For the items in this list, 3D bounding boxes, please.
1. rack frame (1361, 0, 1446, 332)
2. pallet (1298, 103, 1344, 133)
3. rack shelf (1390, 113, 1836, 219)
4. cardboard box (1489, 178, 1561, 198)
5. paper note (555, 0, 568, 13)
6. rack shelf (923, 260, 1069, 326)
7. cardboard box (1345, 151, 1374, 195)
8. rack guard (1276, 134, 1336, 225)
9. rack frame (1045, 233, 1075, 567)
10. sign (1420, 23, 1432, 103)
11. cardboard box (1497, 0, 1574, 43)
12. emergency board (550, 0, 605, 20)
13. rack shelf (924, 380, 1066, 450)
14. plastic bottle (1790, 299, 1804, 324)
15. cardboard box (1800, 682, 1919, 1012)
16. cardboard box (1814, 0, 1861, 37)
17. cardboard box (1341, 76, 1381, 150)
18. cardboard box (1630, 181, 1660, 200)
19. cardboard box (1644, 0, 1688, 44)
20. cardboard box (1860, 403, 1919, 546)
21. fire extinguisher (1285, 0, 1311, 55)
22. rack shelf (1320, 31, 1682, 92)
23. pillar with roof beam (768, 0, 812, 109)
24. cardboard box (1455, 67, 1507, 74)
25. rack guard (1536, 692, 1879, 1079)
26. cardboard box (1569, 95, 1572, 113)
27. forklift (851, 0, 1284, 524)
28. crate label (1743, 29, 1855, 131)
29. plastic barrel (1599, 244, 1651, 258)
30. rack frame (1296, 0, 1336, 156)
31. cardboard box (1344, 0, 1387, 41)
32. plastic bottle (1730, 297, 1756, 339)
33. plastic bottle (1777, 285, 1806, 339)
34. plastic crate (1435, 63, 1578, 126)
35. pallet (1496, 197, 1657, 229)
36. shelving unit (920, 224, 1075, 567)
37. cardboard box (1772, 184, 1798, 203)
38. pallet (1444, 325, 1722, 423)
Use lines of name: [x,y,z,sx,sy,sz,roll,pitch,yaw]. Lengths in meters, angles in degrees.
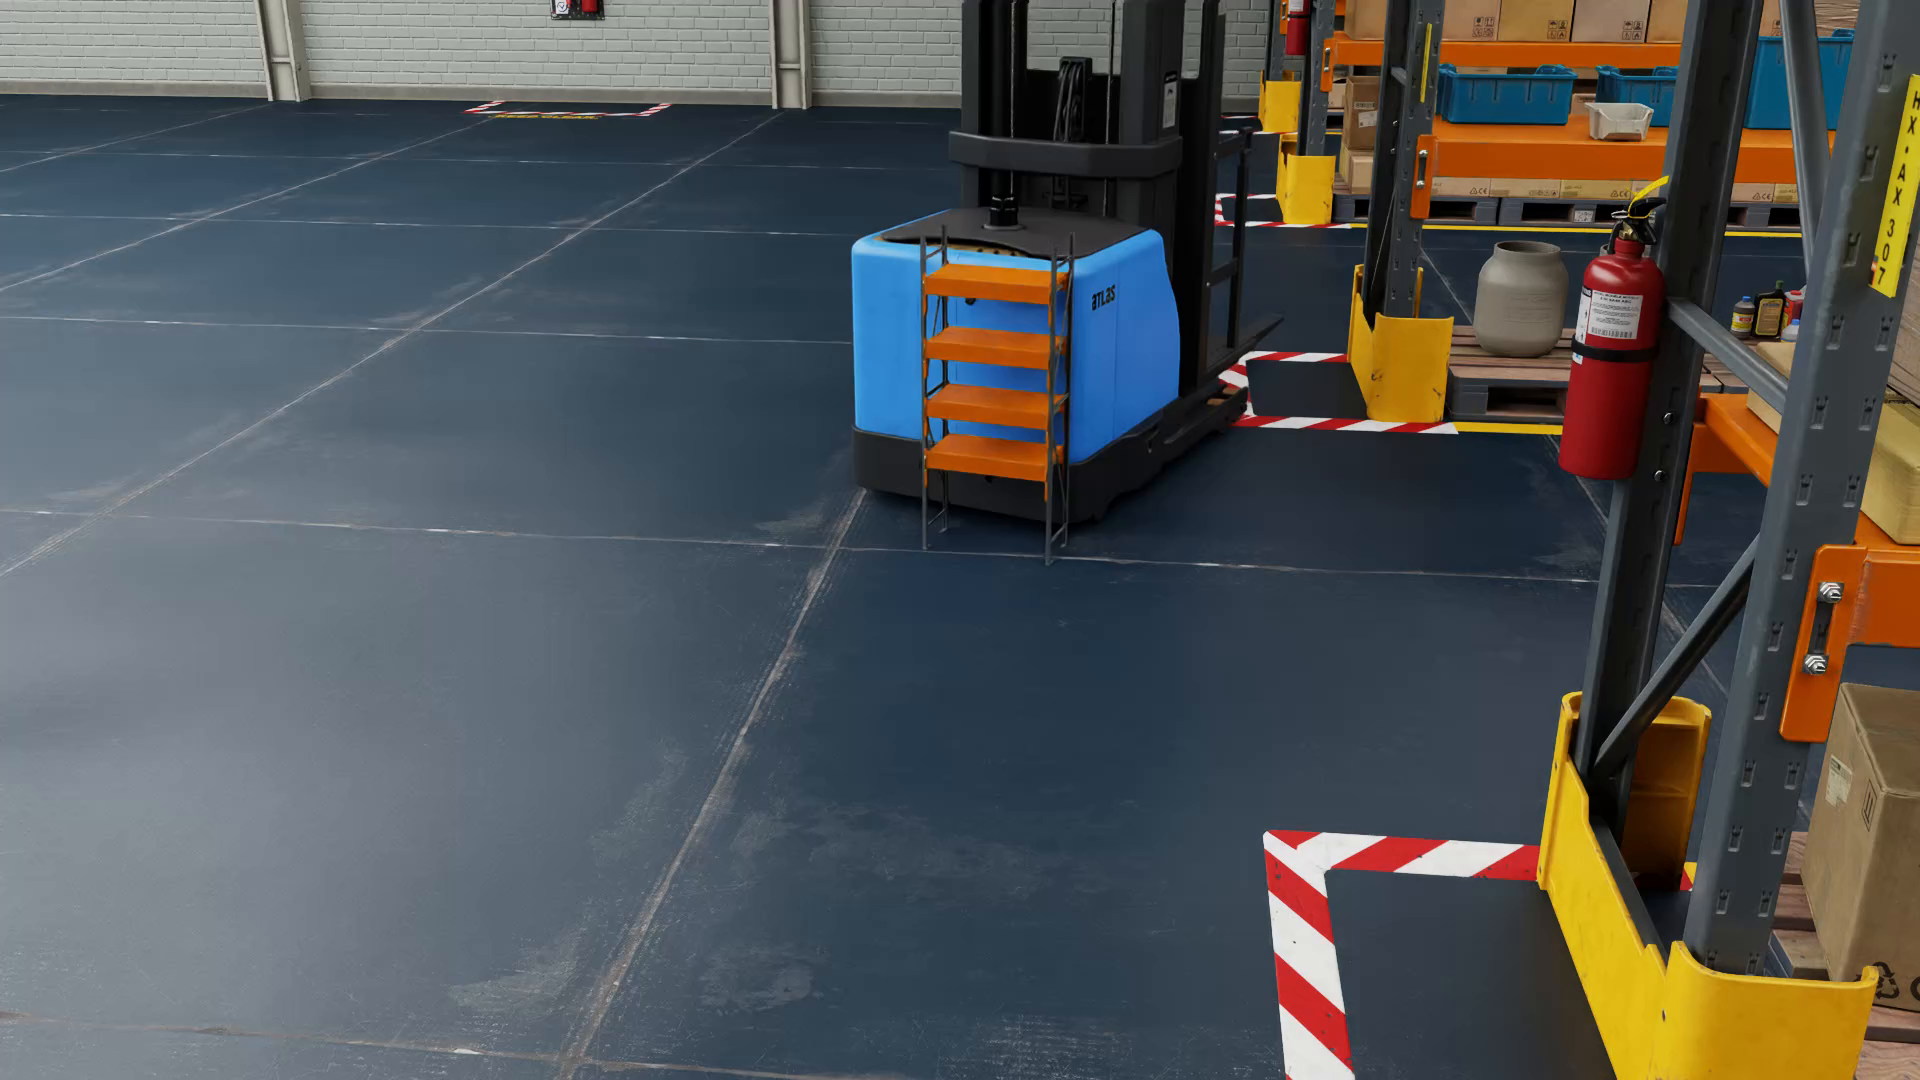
rack frame: [2.094,-2.147,7.790,0.127,3.000,1.000,2,22,6]
pallet: [4.138,-4.416,17.322,1.213,0.211,1.003,2,22,6]
rack shelf: [4.080,-1.726,7.703,4.000,0.370,1.077,2,22,6]
cardboard box: [4.181,-2.725,12.422,0.500,0.250,0.500,2,22,6]
paper note: [-4.519,-6.053,18.869,0.142,0.148,0.016,2,22,6]
rack shelf: [0.135,-0.895,6.001,0.480,0.148,0.258,8,23,19]
cardboard box: [3.187,-2.767,12.528,0.500,0.250,0.500,2,22,6]
rack guard: [2.657,-2.794,12.826,0.348,0.500,1.175,2,22,6]
rack frame: [0.365,-0.499,6.069,0.015,1.200,0.240,8,23,19]
sign: [2.025,-2.075,7.232,0.005,0.325,0.100,2,22,6]
cardboard box: [4.157,-3.932,12.170,0.500,0.500,0.700,3,22,7]
emergency board: [-4.351,-6.430,18.624,0.643,1.169,0.194,2,22,6]
rack shelf: [0.135,-0.467,6.171,0.480,0.148,0.258,8,23,19]
plastic bottle: [4.205,-1.109,8.261,0.133,0.283,0.061,2,22,6]
cardboard box: [2.129,0.662,3.515,0.500,0.500,0.500,7,23,16]
cardboard box: [6.212,-3.845,11.951,0.500,0.500,0.700,2,22,5]
cardboard box: [3.248,-3.306,12.871,0.500,0.500,0.500,2,22,6]
cardboard box: [5.173,-2.680,12.309,0.500,0.250,0.500,2,22,6]
cardboard box: [5.189,-3.889,12.061,0.500,0.500,0.700,3,22,7]
cardboard box: [1.766,-0.122,3.011,0.250,0.149,0.380,2,22,6]
fire extinguisher: [2.618,-4.094,12.820,0.183,0.674,0.296,2,22,6]
rack shelf: [4.667,-3.534,12.277,4.000,0.370,1.077,2,22,6]
pillar with roof beam: [-2.408,-7.527,13.239,0.400,9.000,9.100,2,22,6]
cardboard box: [5.225,-4.669,16.970,0.500,0.500,0.700,1,22,3]
rack guard: [1.587,0.827,3.667,0.348,0.500,1.175,2,22,6]
cardboard box: [4.182,-3.078,12.295,0.500,0.500,0.500,2,22,6]
forklift: [0.706,-1.924,7.321,1.130,2.935,3.031,11,24,26]
crate label: [3.954,-2.182,7.832,0.616,0.435,0.502,2,22,6]
plastic barrel: [3.254,-1.163,8.114,0.421,0.512,0.421,0,22,0]
rack frame: [2.681,-3.955,12.364,0.127,3.000,1.000,2,22,6]
cardboard box: [3.143,-3.977,12.283,0.500,0.500,0.700,3,22,6]
plastic bottle: [3.969,-1.131,8.428,0.097,0.201,0.097,0,22,0]
plastic bottle: [4.217,-1.144,8.361,0.135,0.276,0.152,3,22,7]
plastic crate: [2.626,-2.165,8.039,0.616,0.251,0.499,2,22,6]
pallet: [4.653,-2.587,12.696,1.213,0.211,1.003,2,22,6]
shelving unit: [0.135,-0.529,6.146,0.503,1.200,0.258,8,23,19]
cardboard box: [6.167,-2.639,12.204,0.500,0.250,0.500,2,22,6]
pallet: [2.981,-0.827,8.244,1.213,0.211,1.003,2,22,6]
